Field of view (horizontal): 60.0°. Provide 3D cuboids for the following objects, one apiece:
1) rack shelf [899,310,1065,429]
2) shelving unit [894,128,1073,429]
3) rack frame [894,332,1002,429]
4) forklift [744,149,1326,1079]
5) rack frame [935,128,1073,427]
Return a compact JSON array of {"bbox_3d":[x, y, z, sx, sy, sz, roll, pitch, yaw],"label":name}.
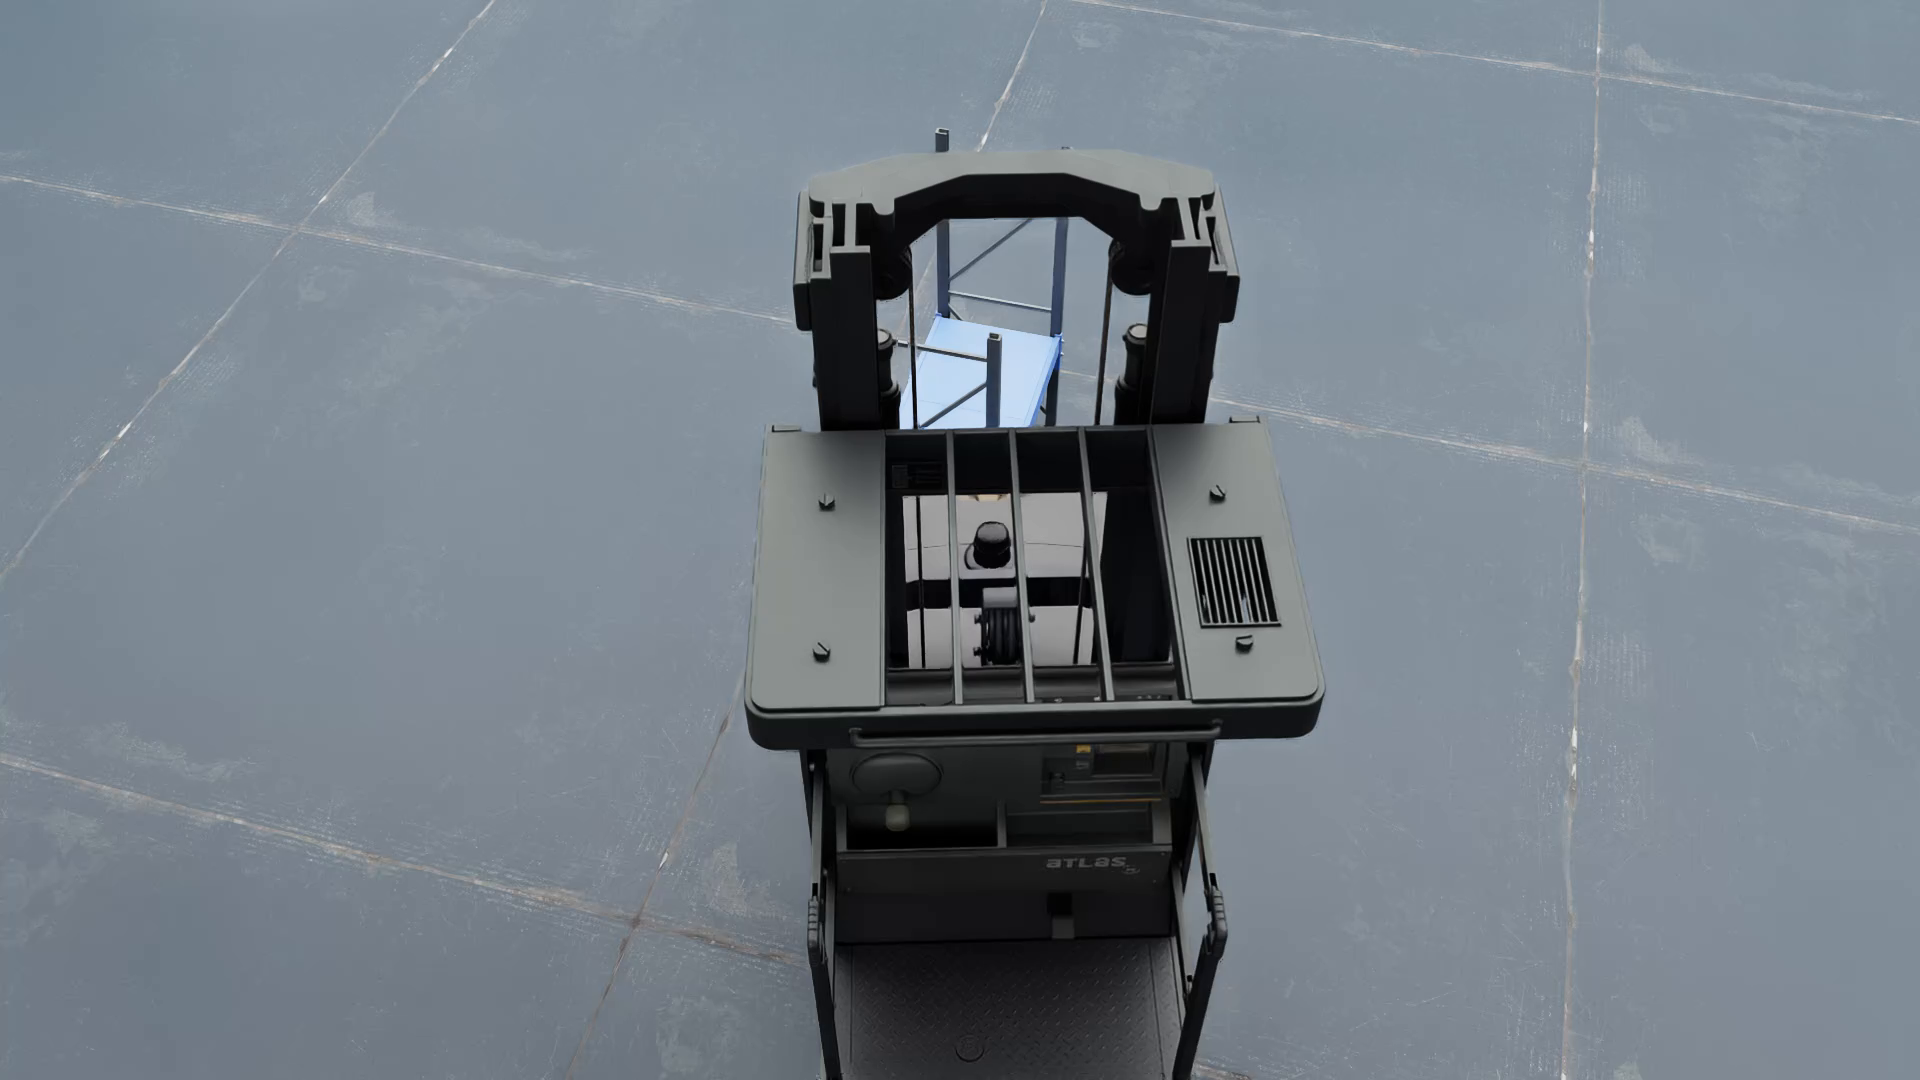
[{"bbox_3d":[0.022,-0.439,6.296,0.538,0.185,1.000,12,50,10],"label":"rack shelf"},{"bbox_3d":[0.022,-0.558,6.161,0.538,1.500,1.048,12,50,10],"label":"shelving unit"},{"bbox_3d":[-0.111,-0.190,5.836,0.500,1.500,0.032,12,50,10],"label":"rack frame"},{"bbox_3d":[0.130,0.650,4.140,1.130,2.935,3.031,-1,49,-1],"label":"forklift"},{"bbox_3d":[0.156,-0.926,6.486,0.500,1.500,0.032,12,50,10],"label":"rack frame"}]
